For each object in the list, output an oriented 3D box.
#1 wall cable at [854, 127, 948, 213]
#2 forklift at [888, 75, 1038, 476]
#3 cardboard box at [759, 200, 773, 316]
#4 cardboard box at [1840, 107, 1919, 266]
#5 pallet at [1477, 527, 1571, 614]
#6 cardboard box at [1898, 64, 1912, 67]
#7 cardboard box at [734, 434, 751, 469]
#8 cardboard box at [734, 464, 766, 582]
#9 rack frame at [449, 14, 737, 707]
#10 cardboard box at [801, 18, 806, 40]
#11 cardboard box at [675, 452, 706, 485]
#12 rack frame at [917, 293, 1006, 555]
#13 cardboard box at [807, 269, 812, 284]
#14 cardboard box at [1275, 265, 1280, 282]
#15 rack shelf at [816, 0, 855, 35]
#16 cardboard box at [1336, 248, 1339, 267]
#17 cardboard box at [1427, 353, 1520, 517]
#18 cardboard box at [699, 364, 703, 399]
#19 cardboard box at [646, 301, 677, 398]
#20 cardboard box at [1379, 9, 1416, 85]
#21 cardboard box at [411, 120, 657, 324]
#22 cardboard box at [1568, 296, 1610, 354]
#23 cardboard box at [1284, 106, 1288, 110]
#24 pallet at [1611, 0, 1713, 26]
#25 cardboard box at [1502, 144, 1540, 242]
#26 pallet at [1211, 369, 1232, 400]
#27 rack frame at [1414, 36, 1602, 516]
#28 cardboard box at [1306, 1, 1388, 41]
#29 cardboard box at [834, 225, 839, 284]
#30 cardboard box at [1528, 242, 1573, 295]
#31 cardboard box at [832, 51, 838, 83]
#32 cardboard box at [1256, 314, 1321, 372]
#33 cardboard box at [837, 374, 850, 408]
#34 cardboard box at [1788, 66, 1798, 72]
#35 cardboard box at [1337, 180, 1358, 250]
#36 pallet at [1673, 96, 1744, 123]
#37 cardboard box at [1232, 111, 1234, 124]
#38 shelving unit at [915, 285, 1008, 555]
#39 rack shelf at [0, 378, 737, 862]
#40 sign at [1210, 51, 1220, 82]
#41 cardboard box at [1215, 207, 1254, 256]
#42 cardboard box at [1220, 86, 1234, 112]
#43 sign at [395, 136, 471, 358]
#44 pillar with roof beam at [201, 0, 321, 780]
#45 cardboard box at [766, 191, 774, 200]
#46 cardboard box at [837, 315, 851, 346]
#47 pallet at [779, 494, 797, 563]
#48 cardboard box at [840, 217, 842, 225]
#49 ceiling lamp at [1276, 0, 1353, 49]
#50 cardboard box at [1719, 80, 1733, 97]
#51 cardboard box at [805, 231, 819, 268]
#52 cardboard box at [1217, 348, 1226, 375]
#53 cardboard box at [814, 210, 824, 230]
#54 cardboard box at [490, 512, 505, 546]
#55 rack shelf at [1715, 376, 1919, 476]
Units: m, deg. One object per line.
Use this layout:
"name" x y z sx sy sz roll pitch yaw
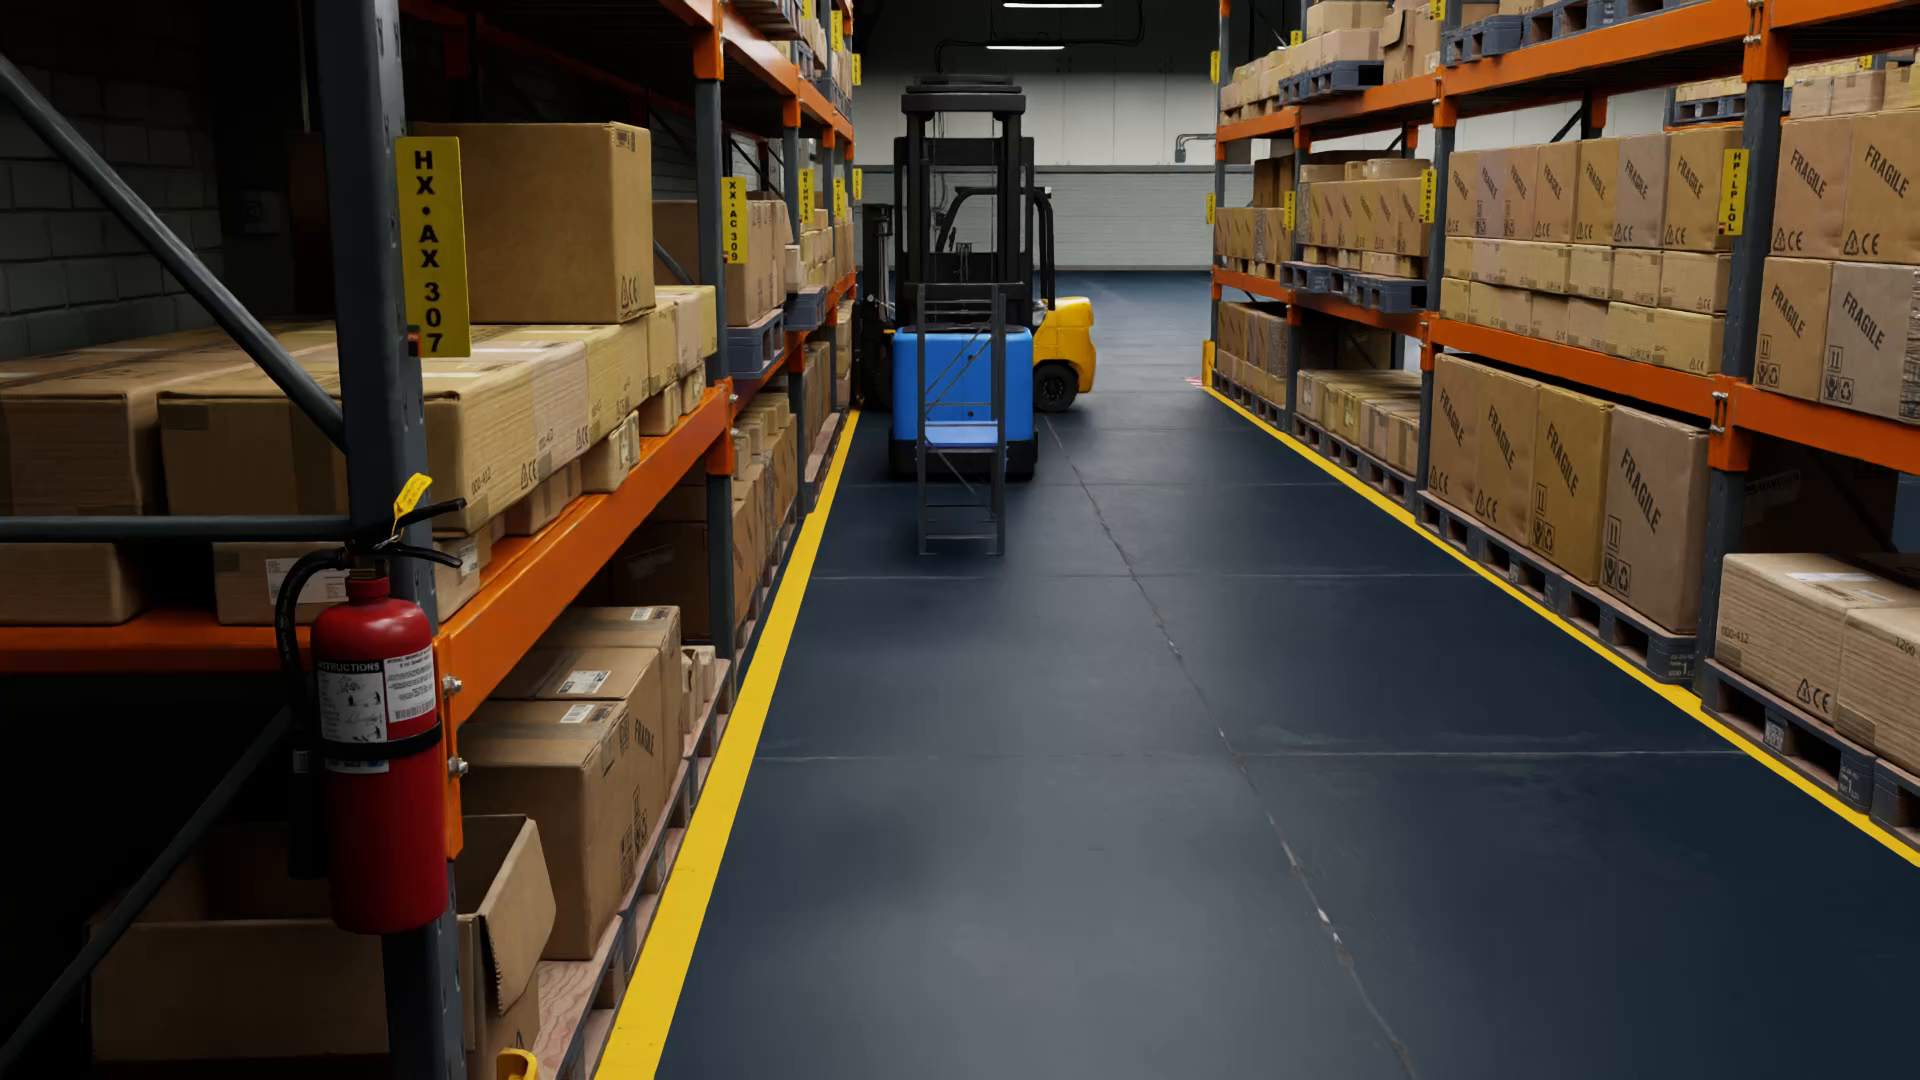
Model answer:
"wall cable" -1.908 -11.020 49.555 3.097 2.526 0.112 0 11 -1
"forklift" 0.033 -2.158 13.326 1.130 2.935 3.031 0 11 1
"cardboard box" -1.212 -1.259 7.412 0.700 0.500 0.500 0 11 -1
"cardboard box" 3.319 -1.168 5.506 0.500 0.500 0.500 0 11 -2
"pallet" 3.428 0.145 8.812 1.003 0.211 1.213 0 11 -1
"cardboard box" 8.654 -4.183 14.912 0.380 0.149 0.250 0 11 -1
"cardboard box" -1.246 -0.434 8.255 0.380 0.149 0.250 0 11 1
"cardboard box" -1.227 -0.087 8.173 0.500 0.500 0.500 -1 11 -3
"rack frame" -1.415 -0.804 6.477 1.000 3.000 0.127 0 11 -1
"cardboard box" -1.269 -3.518 10.752 0.500 0.500 0.500 0 11 -1
"cardboard box" -1.217 -0.321 6.946 0.380 0.149 0.250 0 11 -2
"rack frame" 0.009 -0.651 9.495 0.500 1.500 0.032 0 11 -1
"cardboard box" -1.268 -1.715 11.344 0.500 0.250 0.500 0 11 -2
"cardboard box" 3.059 -2.404 14.998 0.380 0.149 0.250 0 11 0
"rack shelf" -1.622 -5.183 15.790 1.077 0.370 4.000 0 11 -1
"cardboard box" 3.123 -2.181 12.839 0.380 0.149 0.250 0 11 -1
"cardboard box" 3.396 -0.647 9.992 0.875 0.875 0.875 0 11 -2
"cardboard box" -1.129 -0.567 5.940 0.380 0.149 0.250 0 11 0
"cardboard box" -1.138 -0.577 4.989 0.500 0.250 0.500 0 11 -2
"cardboard box" 3.405 -3.444 11.686 0.797 0.503 0.637 0 11 -1
"cardboard box" -1.104 -0.838 4.389 0.500 0.500 0.500 0 11 0
"cardboard box" 3.286 -1.041 8.025 0.500 0.250 0.500 -1 11 -3
"cardboard box" 3.124 -3.925 14.949 0.380 0.149 0.250 0 11 -1
"pallet" 3.479 -2.383 7.200 0.805 0.209 1.217 -1 11 -3
"cardboard box" 3.246 -1.859 8.910 0.500 0.500 0.500 0 11 0
"pallet" 3.283 -1.667 17.746 1.003 0.211 1.213 0 11 -1
"rack frame" 3.465 -1.620 10.501 1.000 3.000 0.127 0 11 -1
"cardboard box" 3.014 -4.046 12.977 0.500 0.250 0.500 0 11 -2
"cardboard box" -1.328 -2.532 14.746 0.500 0.500 0.500 -1 11 -3
"cardboard box" 3.233 -1.387 8.472 0.500 0.250 0.500 0 11 0
"cardboard box" -1.354 -4.242 14.795 0.500 0.311 0.500 0 11 0
"cardboard box" 3.089 -1.859 15.650 0.500 0.500 0.500 0 11 0
"cardboard box" -1.259 -1.350 15.028 0.500 0.250 0.500 0 11 -1
"cardboard box" 8.044 -4.550 15.717 0.500 0.250 0.500 0 11 -2
"cardboard box" 3.134 -2.422 12.395 0.500 0.500 0.500 -1 11 -3
"pallet" 8.272 -4.530 17.523 1.003 0.211 1.213 0 11 -1
"cardboard box" 3.077 -4.438 17.479 0.380 0.149 0.250 -1 11 -3
"shelving unit" -0.002 -0.752 9.994 0.538 1.500 1.048 0 11 -1
"rack shelf" -1.374 -0.054 4.589 1.077 0.370 4.000 0 11 -1
"sign" 2.757 -5.107 17.943 0.100 0.325 0.005 0 11 -1
"cardboard box" 3.032 -3.310 17.830 0.500 0.500 0.500 0 11 -2
"cardboard box" 3.044 -4.652 17.528 0.500 0.250 0.500 0 11 -2
"sign" -0.790 -0.435 2.483 0.100 0.325 0.005 0 11 -1
"pillar with roof beam" 2.002 -3.620 5.268 9.100 9.000 0.400 0 11 -1
"cardboard box" -1.853 -3.019 14.765 0.380 0.149 0.250 -1 11 -3
"cardboard box" -1.277 -1.942 15.430 0.500 0.250 0.500 0 11 -1
"pallet" -1.520 -0.084 9.942 1.003 0.211 1.213 0 11 -1
"cardboard box" -1.299 -3.030 15.568 0.380 0.149 0.250 0 11 -2
"ceiling lamp" 9.047 -14.093 42.212 2.000 3.185 0.800 0 11 -1
"cardboard box" 7.954 -4.582 16.882 0.380 0.149 0.250 0 11 -1
"cardboard box" -1.264 -2.063 11.805 0.500 0.250 0.500 -1 11 -3
"cardboard box" 3.040 -1.907 17.775 0.500 0.250 0.500 0 11 -2
"cardboard box" -1.212 -2.388 12.402 0.380 0.149 0.250 -1 11 -3
"cardboard box" -1.157 -0.055 3.416 0.380 0.149 0.250 0 11 -2
"rack shelf" 3.589 -0.075 4.693 1.077 0.370 4.000 0 11 -1
